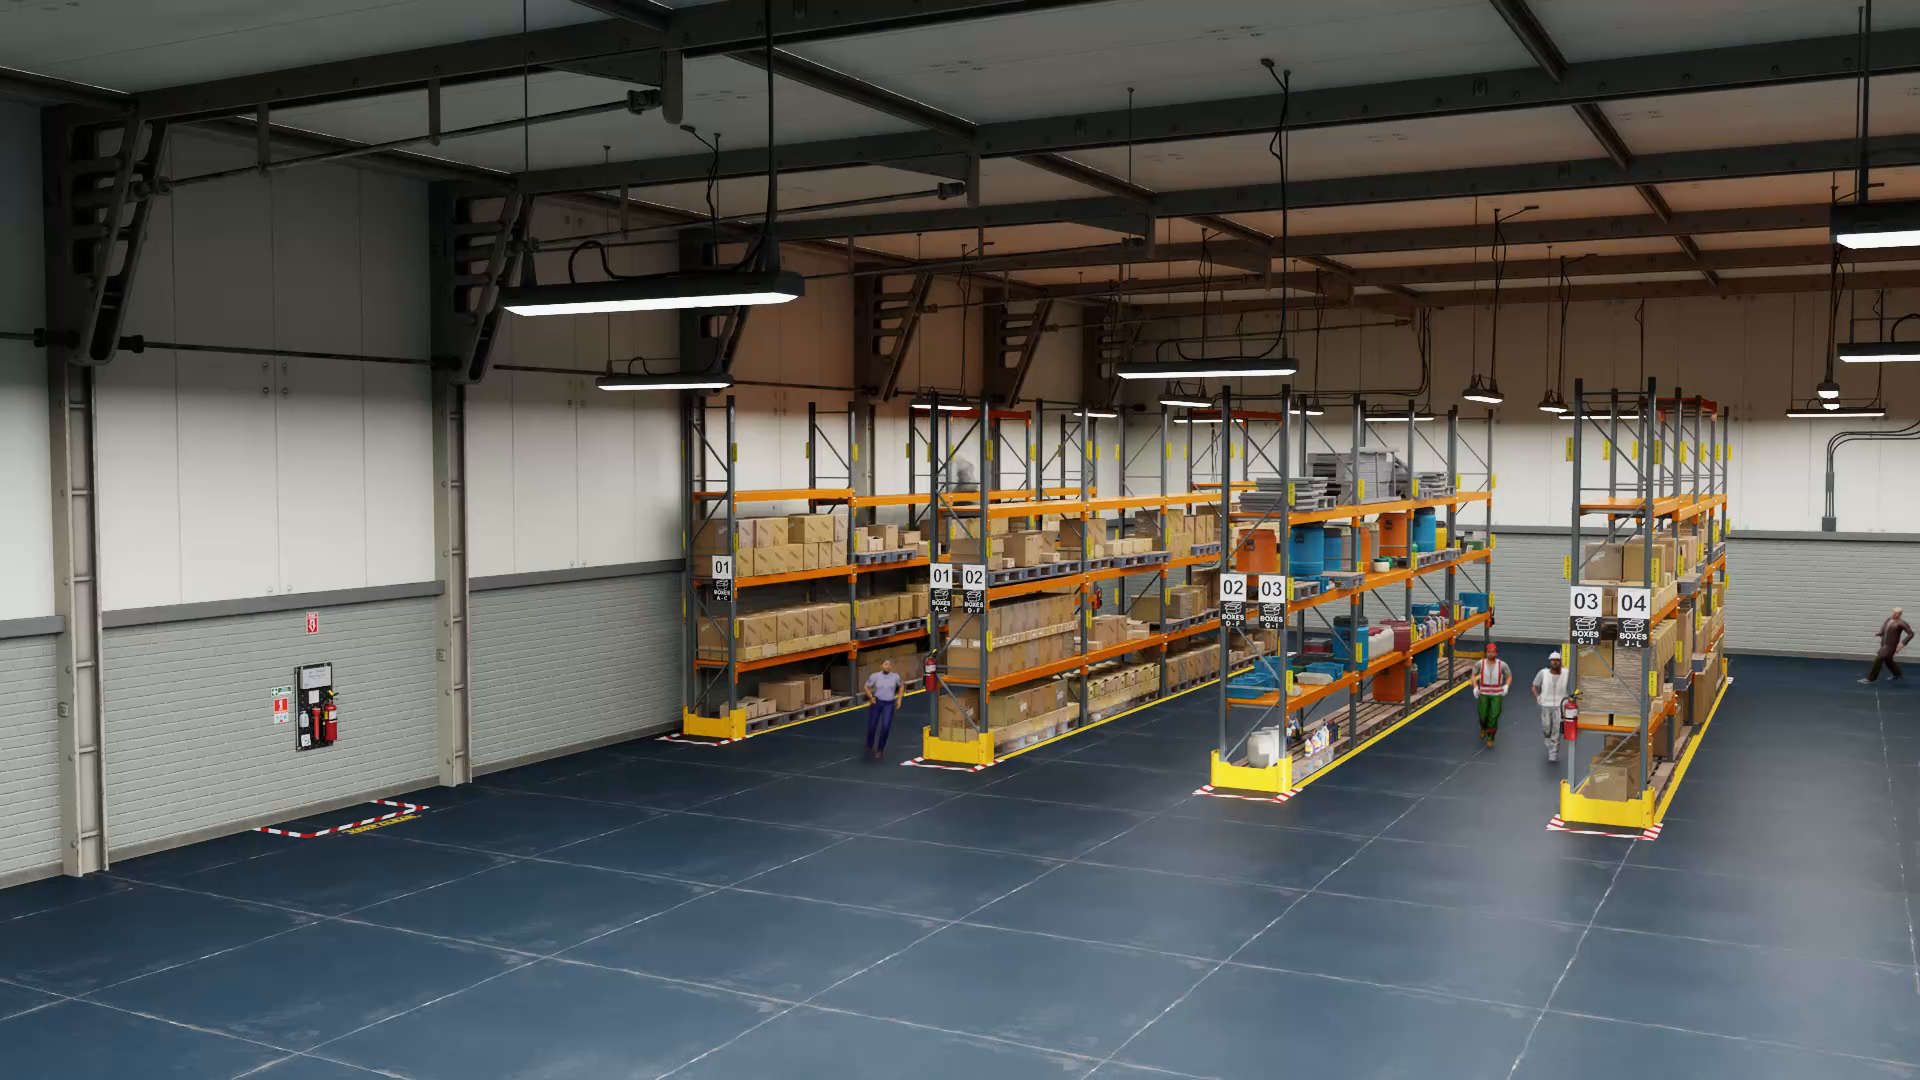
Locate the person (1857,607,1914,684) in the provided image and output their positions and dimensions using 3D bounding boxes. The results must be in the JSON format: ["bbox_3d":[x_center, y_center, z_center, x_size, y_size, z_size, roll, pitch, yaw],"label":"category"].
[{"bbox_3d":[19.859,2.264,35.711,0.998,1.695,0.863,1,3,22],"label":"person"}]

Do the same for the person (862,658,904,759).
[{"bbox_3d":[-1.266,2.770,27.375,0.691,1.661,0.665,0,3,-3],"label":"person"}]

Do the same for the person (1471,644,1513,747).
[{"bbox_3d":[9.072,2.637,28.372,0.678,1.756,0.593,1,3,17],"label":"person"}]

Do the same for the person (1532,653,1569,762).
[{"bbox_3d":[9.667,2.705,27.044,0.702,1.754,0.804,1,3,16],"label":"person"}]
